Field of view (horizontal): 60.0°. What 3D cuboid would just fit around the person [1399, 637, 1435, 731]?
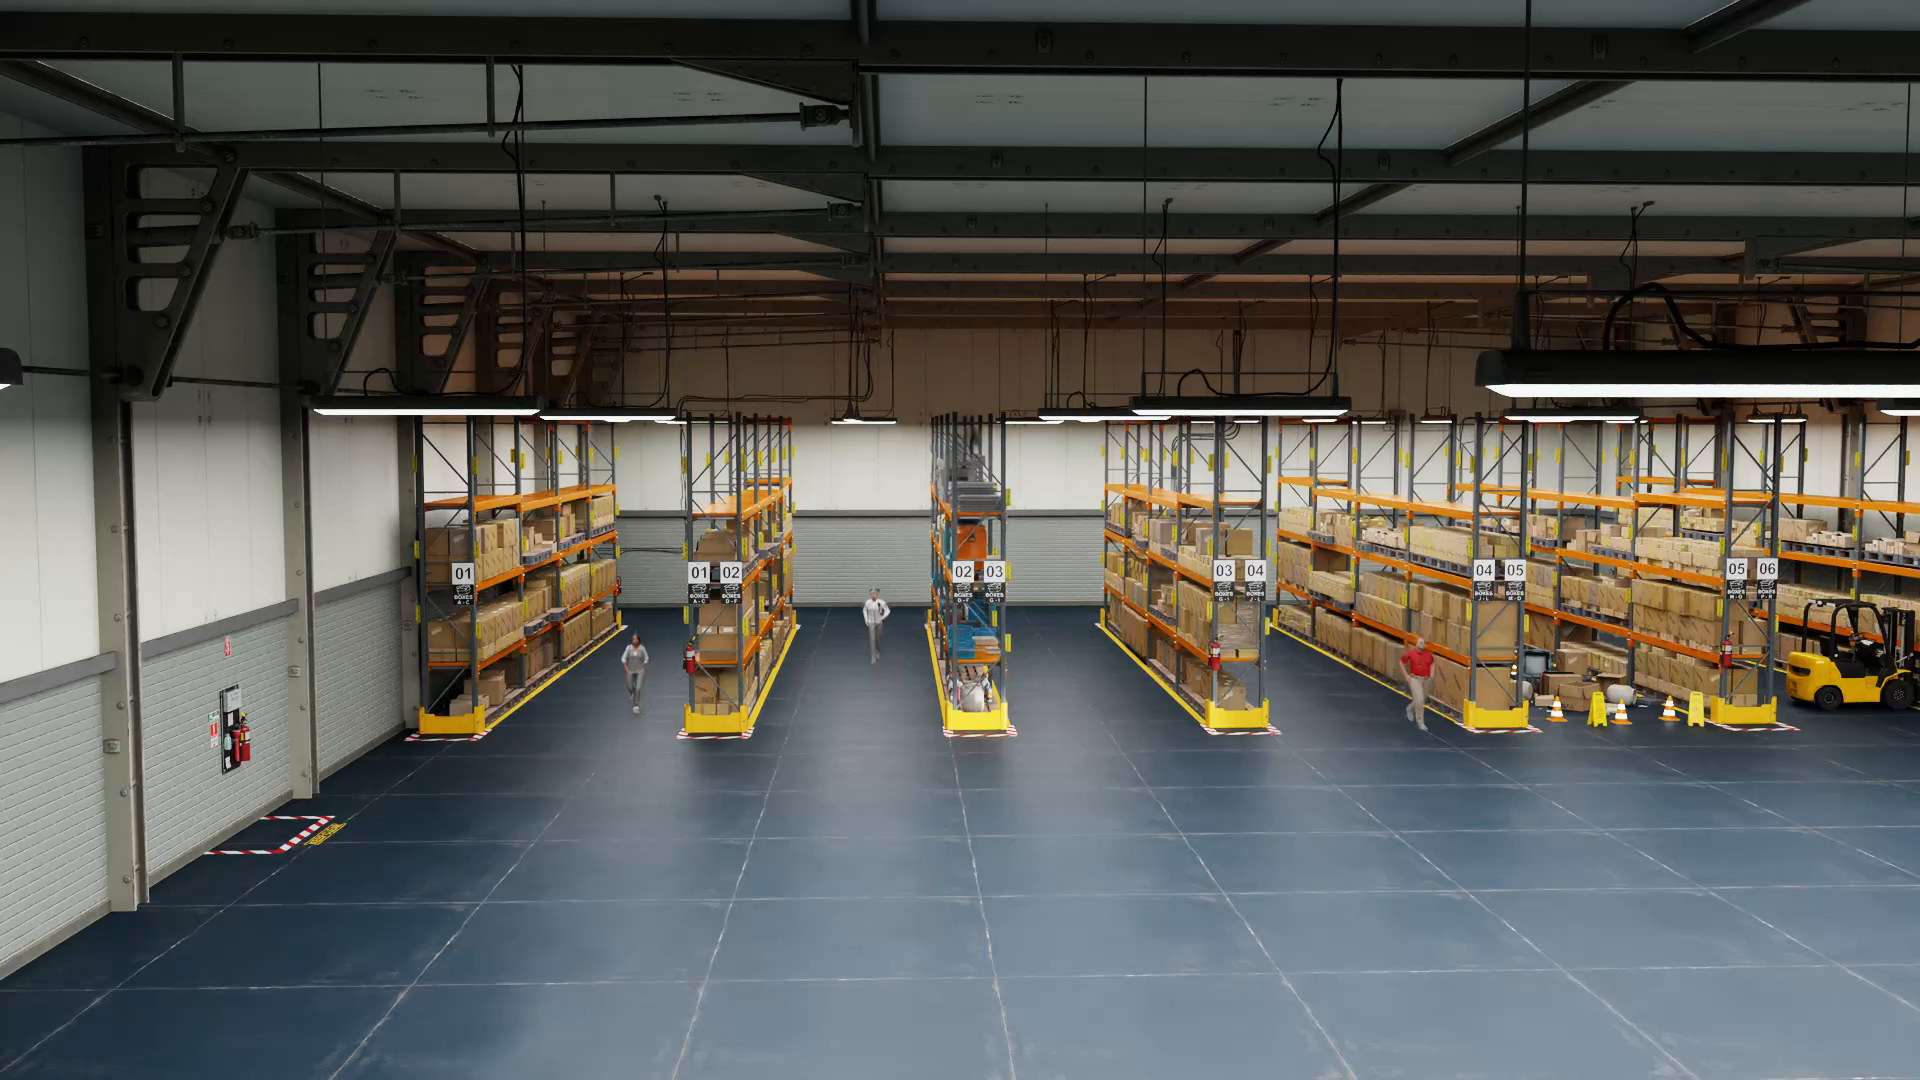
[{"bbox_3d":[8.748,2.725,31.775,0.681,1.749,0.897,-1,4,-16],"label":"person"}]

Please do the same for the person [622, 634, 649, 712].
[{"bbox_3d":[-6.541,2.715,33.502,0.542,1.480,0.570,-1,4,-8],"label":"person"}]

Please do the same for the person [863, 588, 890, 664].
[{"bbox_3d":[-1.946,1.974,38.656,0.635,1.761,0.674,0,4,3],"label":"person"}]
